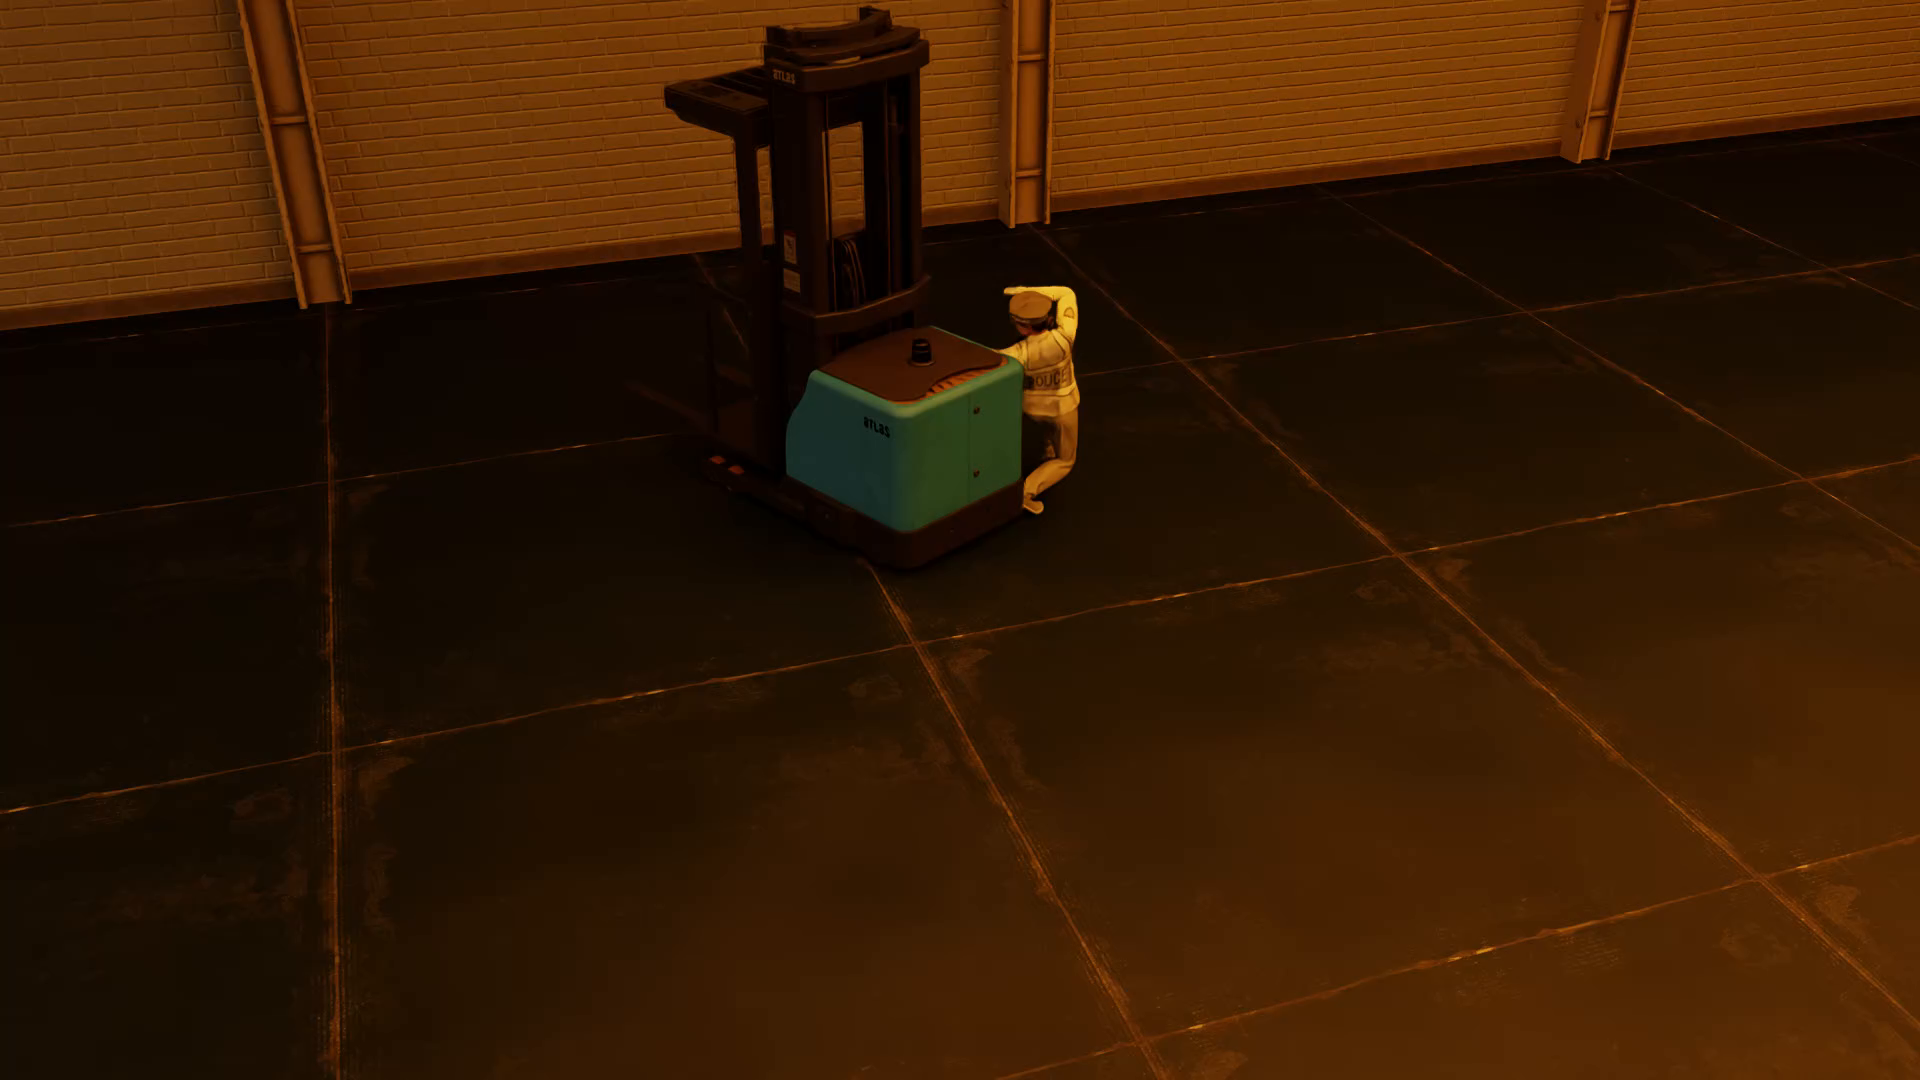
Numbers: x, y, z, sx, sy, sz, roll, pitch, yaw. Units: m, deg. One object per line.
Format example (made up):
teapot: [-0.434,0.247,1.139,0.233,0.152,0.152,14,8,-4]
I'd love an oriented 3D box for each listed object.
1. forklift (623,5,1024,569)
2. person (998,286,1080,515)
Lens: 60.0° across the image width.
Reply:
forklift: [-1.013,-1.737,10.105,3.031,2.935,1.130,26,39,38]
person: [0.277,-0.938,10.282,0.942,1.397,0.882,8,31,13]
